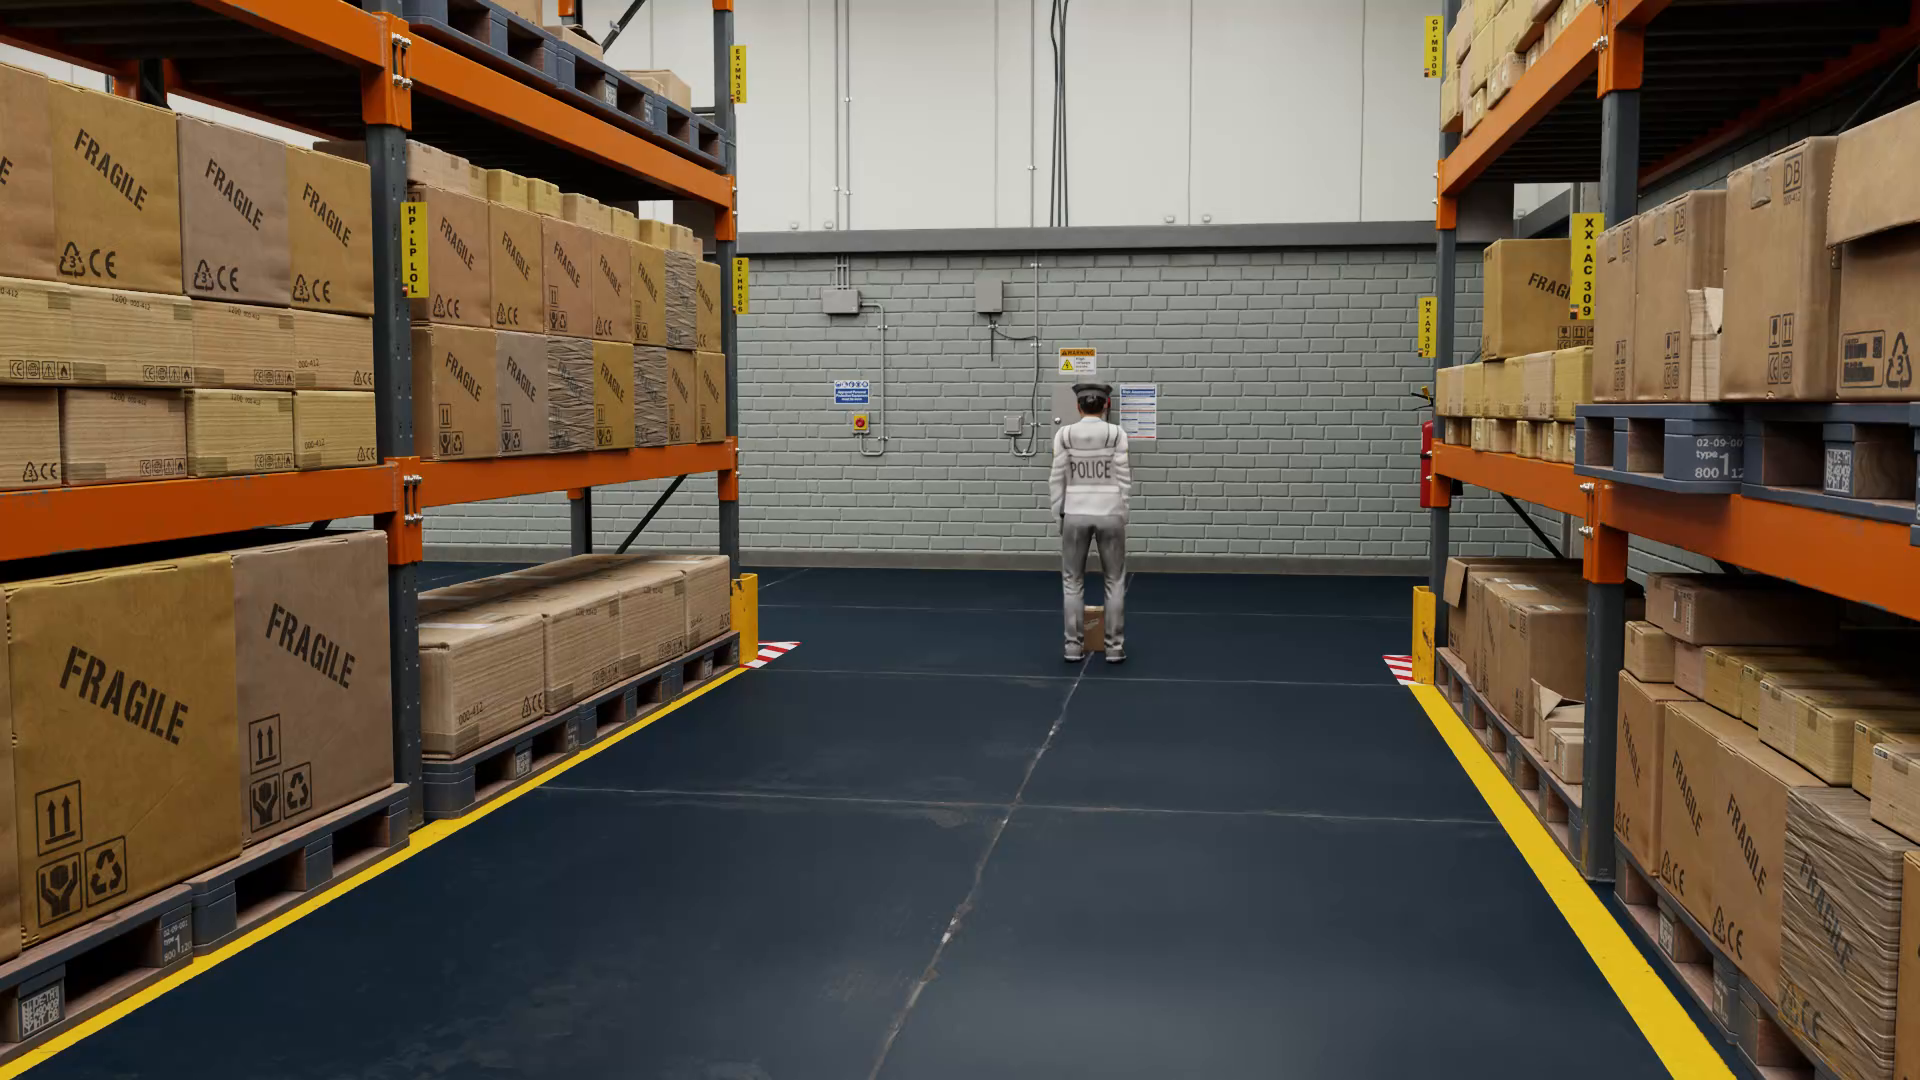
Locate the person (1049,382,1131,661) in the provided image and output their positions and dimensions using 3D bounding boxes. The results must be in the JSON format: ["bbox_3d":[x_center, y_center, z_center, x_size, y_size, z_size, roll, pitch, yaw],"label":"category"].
[{"bbox_3d":[0.769,-0.103,9.828,0.485,1.651,0.381,1,5,10],"label":"person"}]
